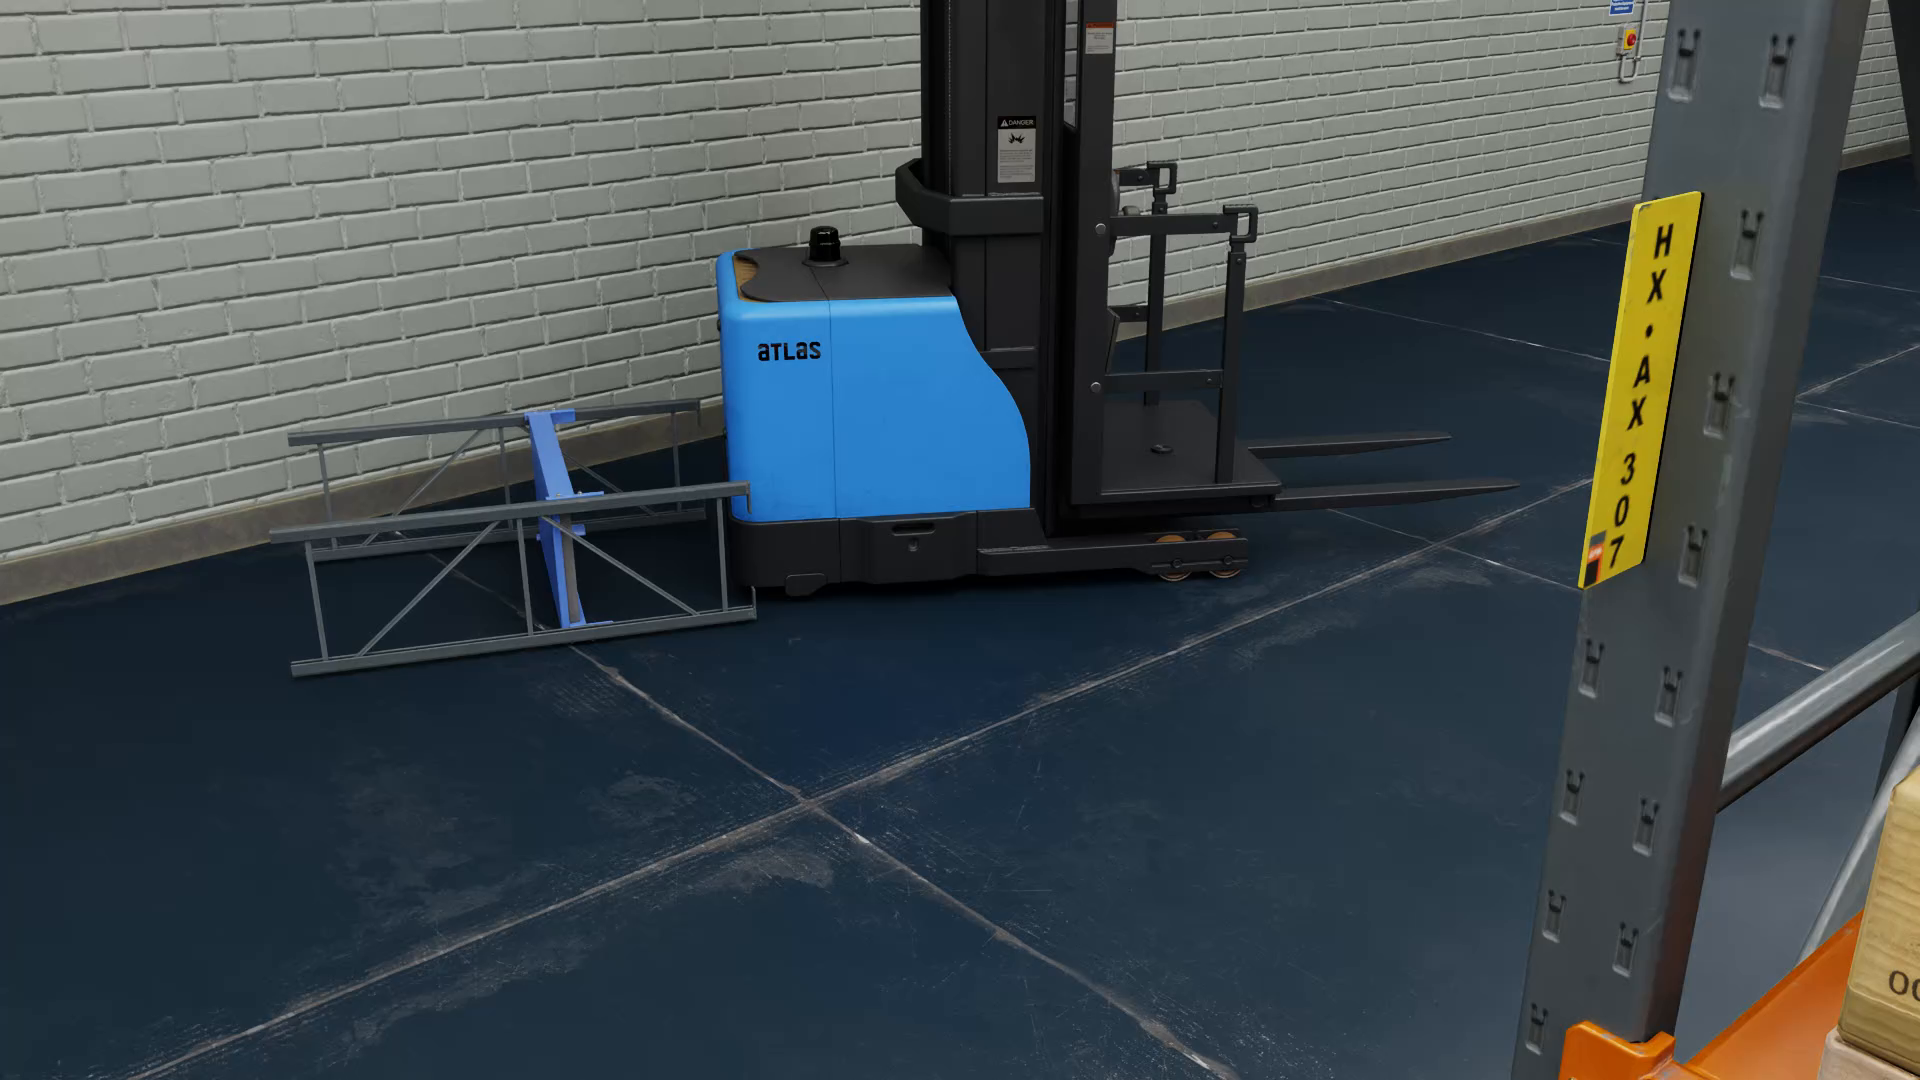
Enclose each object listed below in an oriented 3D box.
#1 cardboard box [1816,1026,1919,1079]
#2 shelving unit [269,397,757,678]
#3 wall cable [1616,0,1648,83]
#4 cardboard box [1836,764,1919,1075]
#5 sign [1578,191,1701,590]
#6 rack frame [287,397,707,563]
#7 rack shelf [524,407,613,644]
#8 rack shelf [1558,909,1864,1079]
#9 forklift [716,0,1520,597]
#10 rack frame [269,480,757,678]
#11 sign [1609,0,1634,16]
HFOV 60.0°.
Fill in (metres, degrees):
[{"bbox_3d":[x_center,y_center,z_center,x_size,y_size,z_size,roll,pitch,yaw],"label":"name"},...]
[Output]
[{"bbox_3d":[0.971,0.482,1.484,0.380,0.149,0.250,-17,27,-37],"label":"cardboard box"},{"bbox_3d":[-1.575,-0.058,5.894,1.500,0.538,1.048,-7,22,-16],"label":"shelving unit"},{"bbox_3d":[4.798,-4.210,11.685,0.585,1.953,0.123,-17,27,-37],"label":"wall cable"},{"bbox_3d":[1.098,0.317,1.360,0.500,0.250,0.500,-18,28,-39],"label":"cardboard box"},{"bbox_3d":[0.564,-0.121,1.384,0.100,0.325,0.005,-17,27,-37],"label":"sign"},{"bbox_3d":[-1.729,-0.235,6.345,1.500,0.500,0.032,-7,22,-16],"label":"rack frame"},{"bbox_3d":[-1.403,-0.078,5.945,0.185,0.538,1.000,-7,22,-16],"label":"rack shelf"},{"bbox_3d":[2.294,1.076,0.610,1.077,0.370,4.000,-17,27,-37],"label":"rack shelf"},{"bbox_3d":[0.615,-1.401,6.042,3.031,2.935,1.130,-3,22,-9],"label":"forklift"},{"bbox_3d":[-1.420,0.119,5.443,1.500,0.500,0.032,-7,22,-16],"label":"rack frame"},{"bbox_3d":[4.722,-3.854,11.840,0.327,0.218,0.001,-17,27,-37],"label":"sign"}]
